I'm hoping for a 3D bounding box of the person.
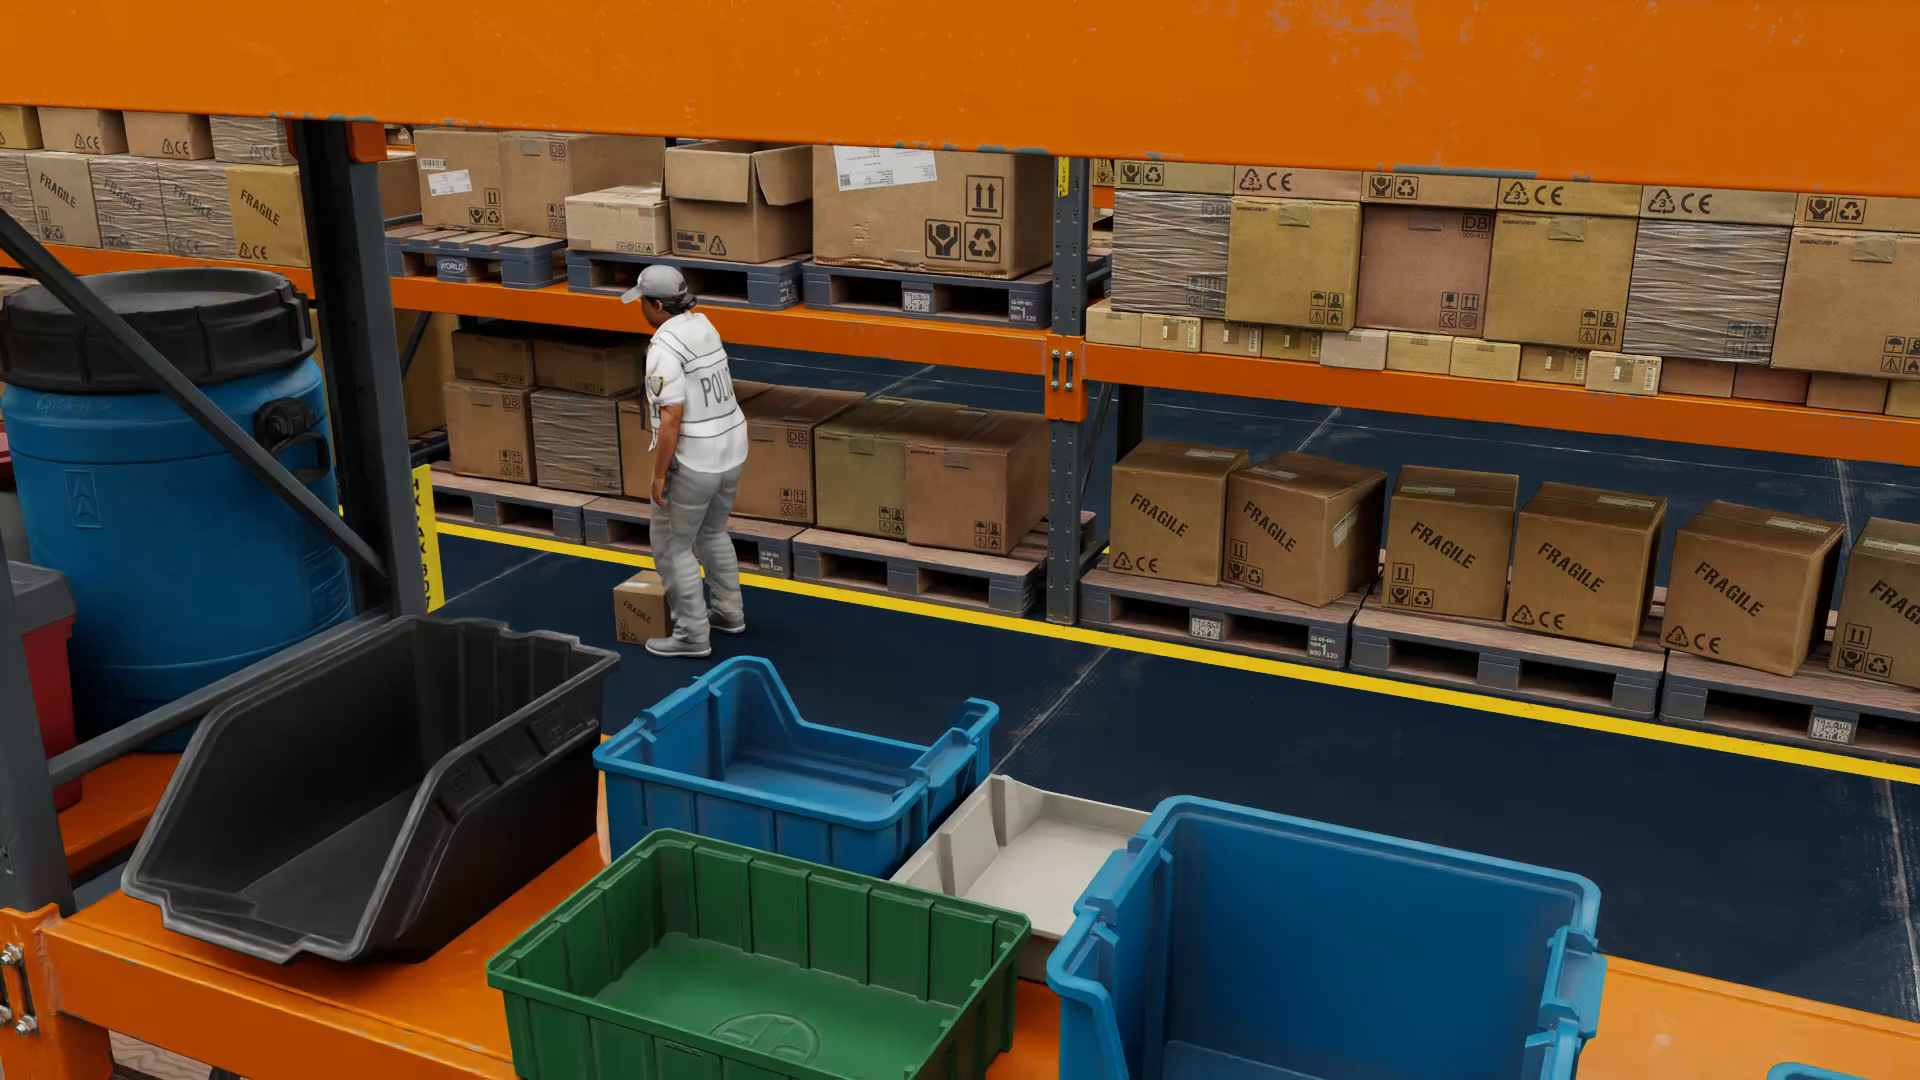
[{"bbox_3d":[-1.149,-0.335,7.020,0.468,1.666,0.564,7,20,20],"label":"person"}]
